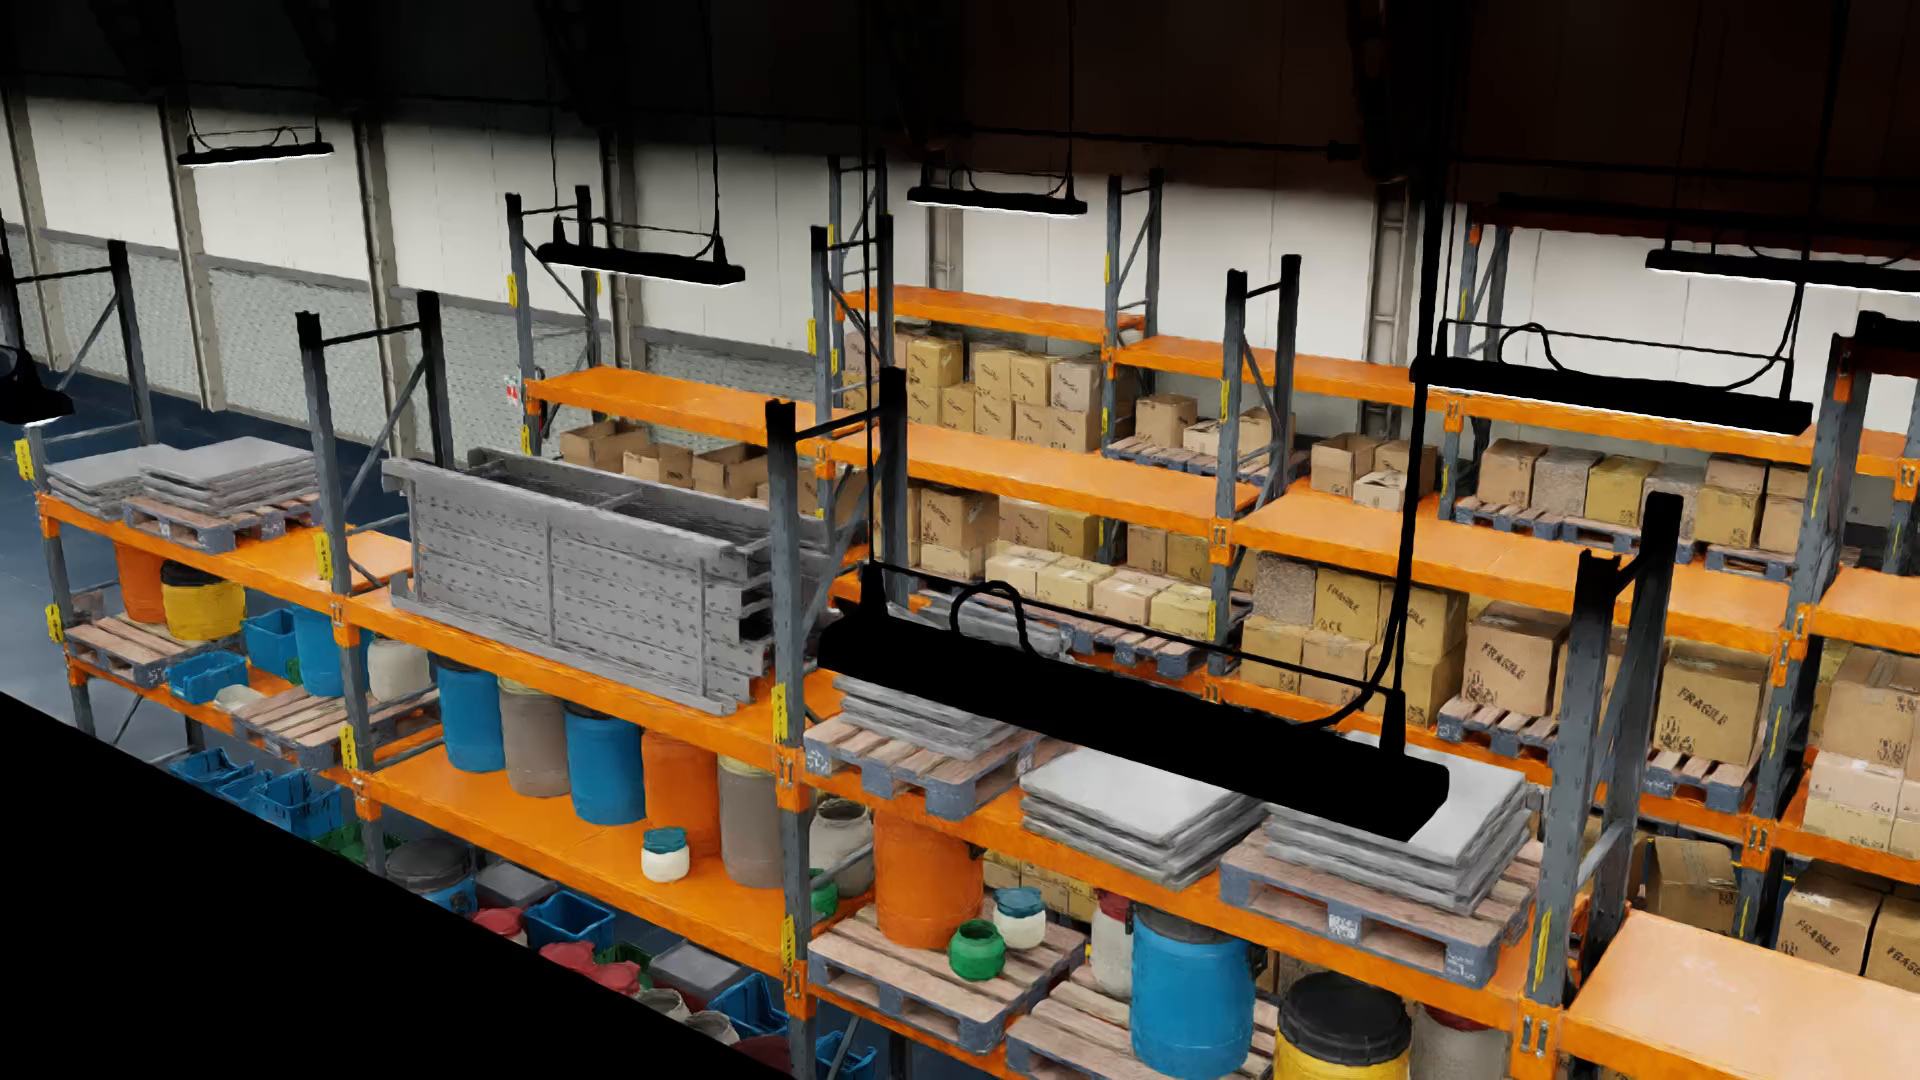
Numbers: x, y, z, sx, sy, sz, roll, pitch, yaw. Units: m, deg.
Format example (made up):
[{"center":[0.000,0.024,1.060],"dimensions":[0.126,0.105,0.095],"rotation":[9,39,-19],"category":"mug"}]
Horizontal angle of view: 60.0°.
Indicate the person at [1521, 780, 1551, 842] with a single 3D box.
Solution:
[{"center":[5.092,2.536,14.728],"dimensions":[0.627,1.764,0.492],"rotation":[3,19,8],"category":"person"}]
